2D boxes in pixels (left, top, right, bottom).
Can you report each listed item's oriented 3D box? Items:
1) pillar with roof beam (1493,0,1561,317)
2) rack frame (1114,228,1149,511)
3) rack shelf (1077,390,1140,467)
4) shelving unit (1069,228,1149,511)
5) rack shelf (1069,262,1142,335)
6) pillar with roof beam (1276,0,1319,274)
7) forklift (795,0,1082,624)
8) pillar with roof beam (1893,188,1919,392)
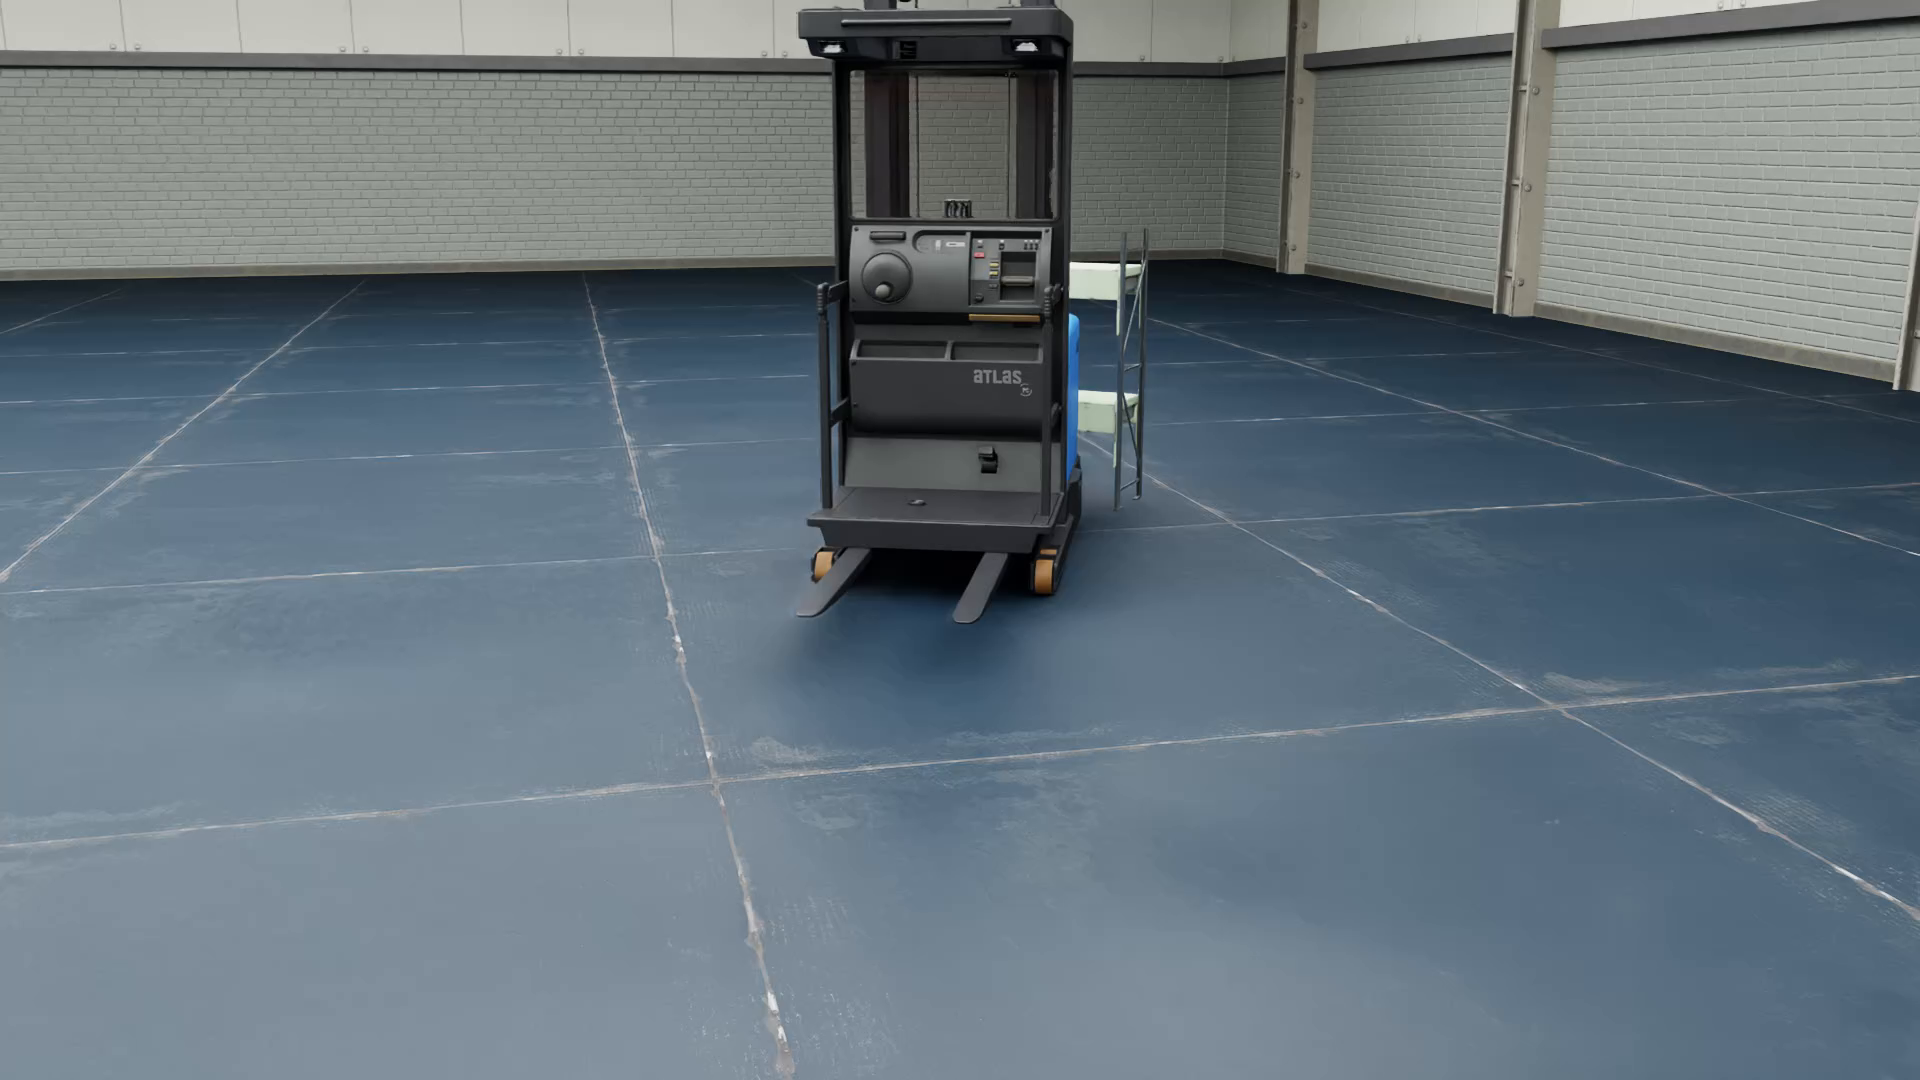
[{"bbox_3d":[2.122,-6.698,16.881,9.100,9.000,0.400,-3,14,-13],"label":"pillar with roof beam"},{"bbox_3d":[0.937,-0.933,9.079,0.023,1.500,0.400,6,15,24],"label":"rack frame"},{"bbox_3d":[0.604,-0.652,9.304,0.720,0.370,0.431,6,15,24],"label":"rack shelf"},{"bbox_3d":[0.605,-0.969,9.228,0.755,1.500,0.431,6,15,24],"label":"shelving unit"},{"bbox_3d":[0.606,-1.349,9.137,0.720,0.370,0.431,6,15,24],"label":"rack shelf"},{"bbox_3d":[0.713,-8.082,22.547,9.100,9.000,0.400,-3,14,-13],"label":"pillar with roof beam"},{"bbox_3d":[-0.073,-1.265,7.428,1.130,2.935,3.031,2,14,8],"label":"forklift"},{"bbox_3d":[3.531,-5.314,11.215,9.100,9.000,0.400,-3,14,-13],"label":"pillar with roof beam"}]
